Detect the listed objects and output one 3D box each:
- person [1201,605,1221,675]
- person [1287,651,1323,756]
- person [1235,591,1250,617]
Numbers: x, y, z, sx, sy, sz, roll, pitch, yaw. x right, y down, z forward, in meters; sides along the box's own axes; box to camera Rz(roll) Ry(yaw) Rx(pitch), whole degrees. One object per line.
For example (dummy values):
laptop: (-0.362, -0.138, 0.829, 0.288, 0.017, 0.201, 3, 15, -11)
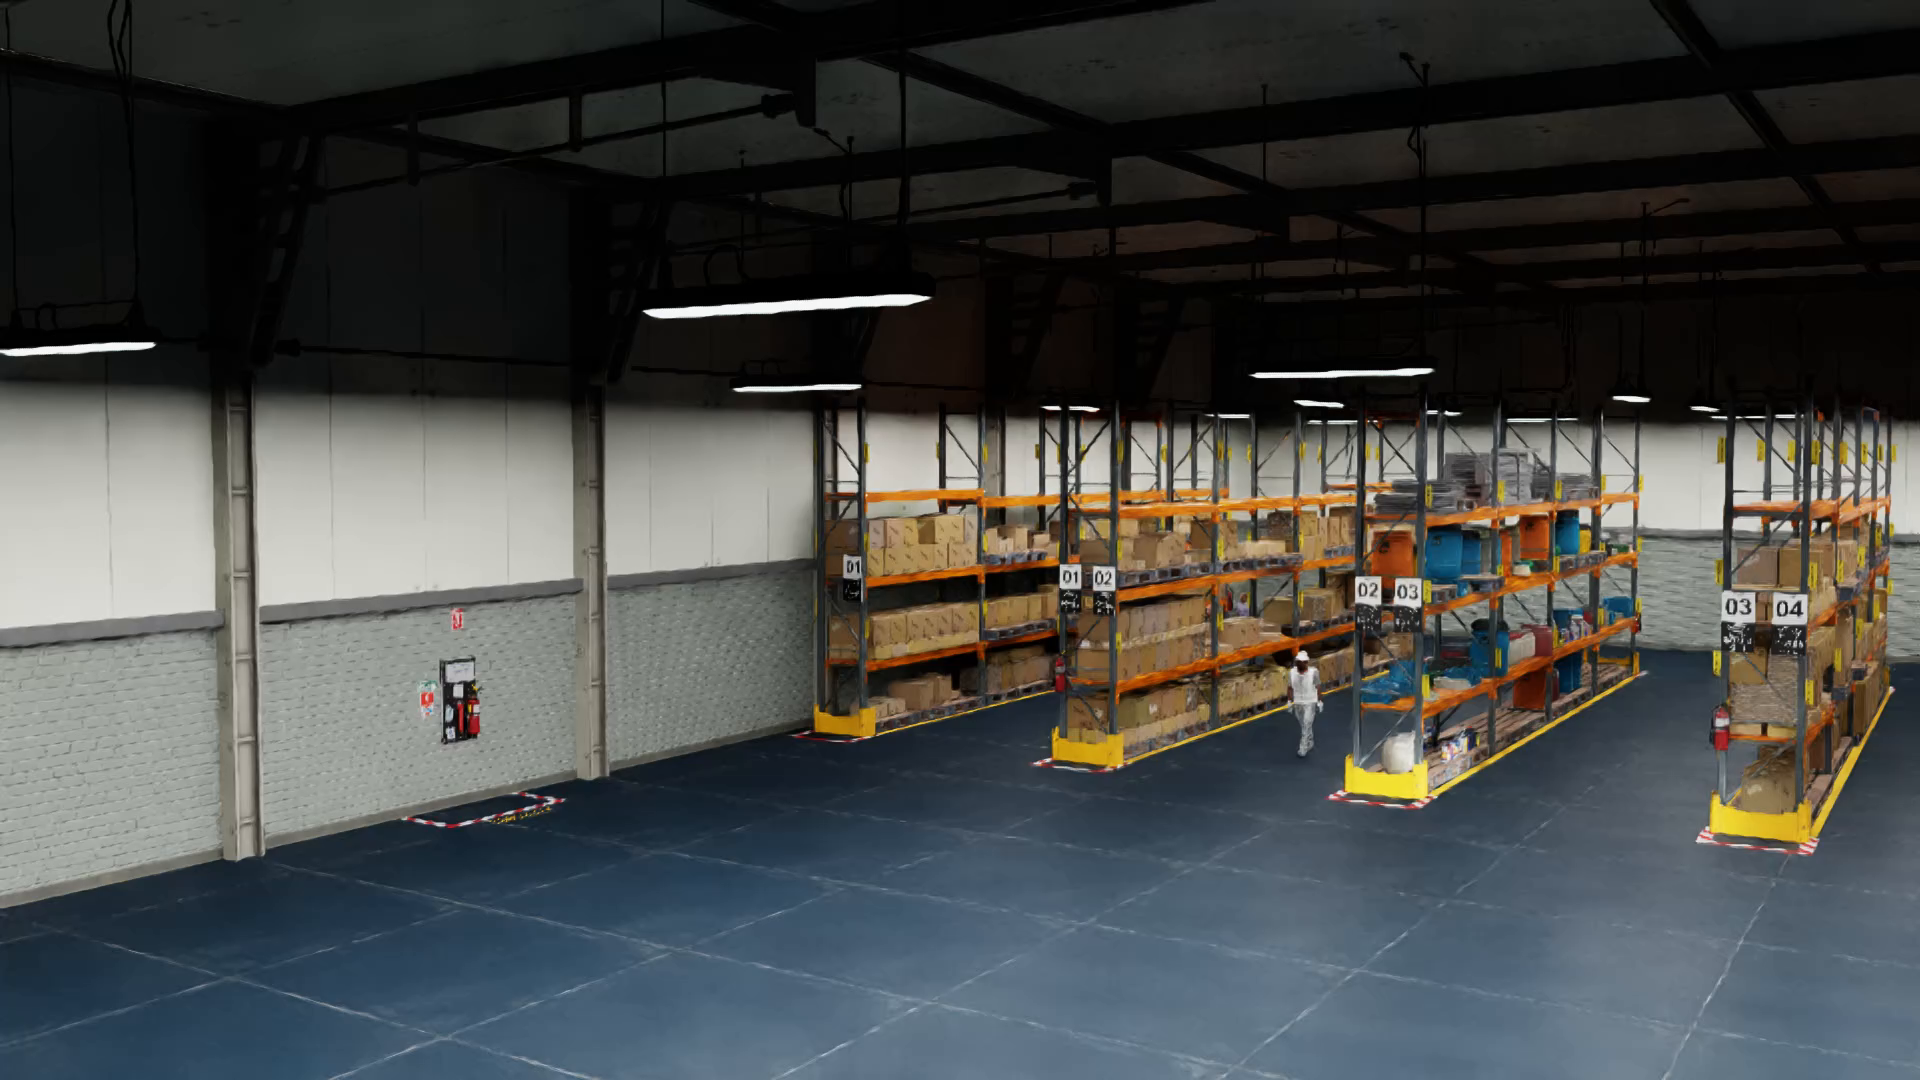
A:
person: (5.526, 2.253, 36.598, 0.677, 1.674, 0.534, 2, 3, 30)
person: (5.691, 2.686, 27.607, 0.566, 1.706, 1.122, 2, 4, 34)
person: (7.057, 2.092, 41.276, 0.479, 1.462, 1.090, 2, 4, 35)
